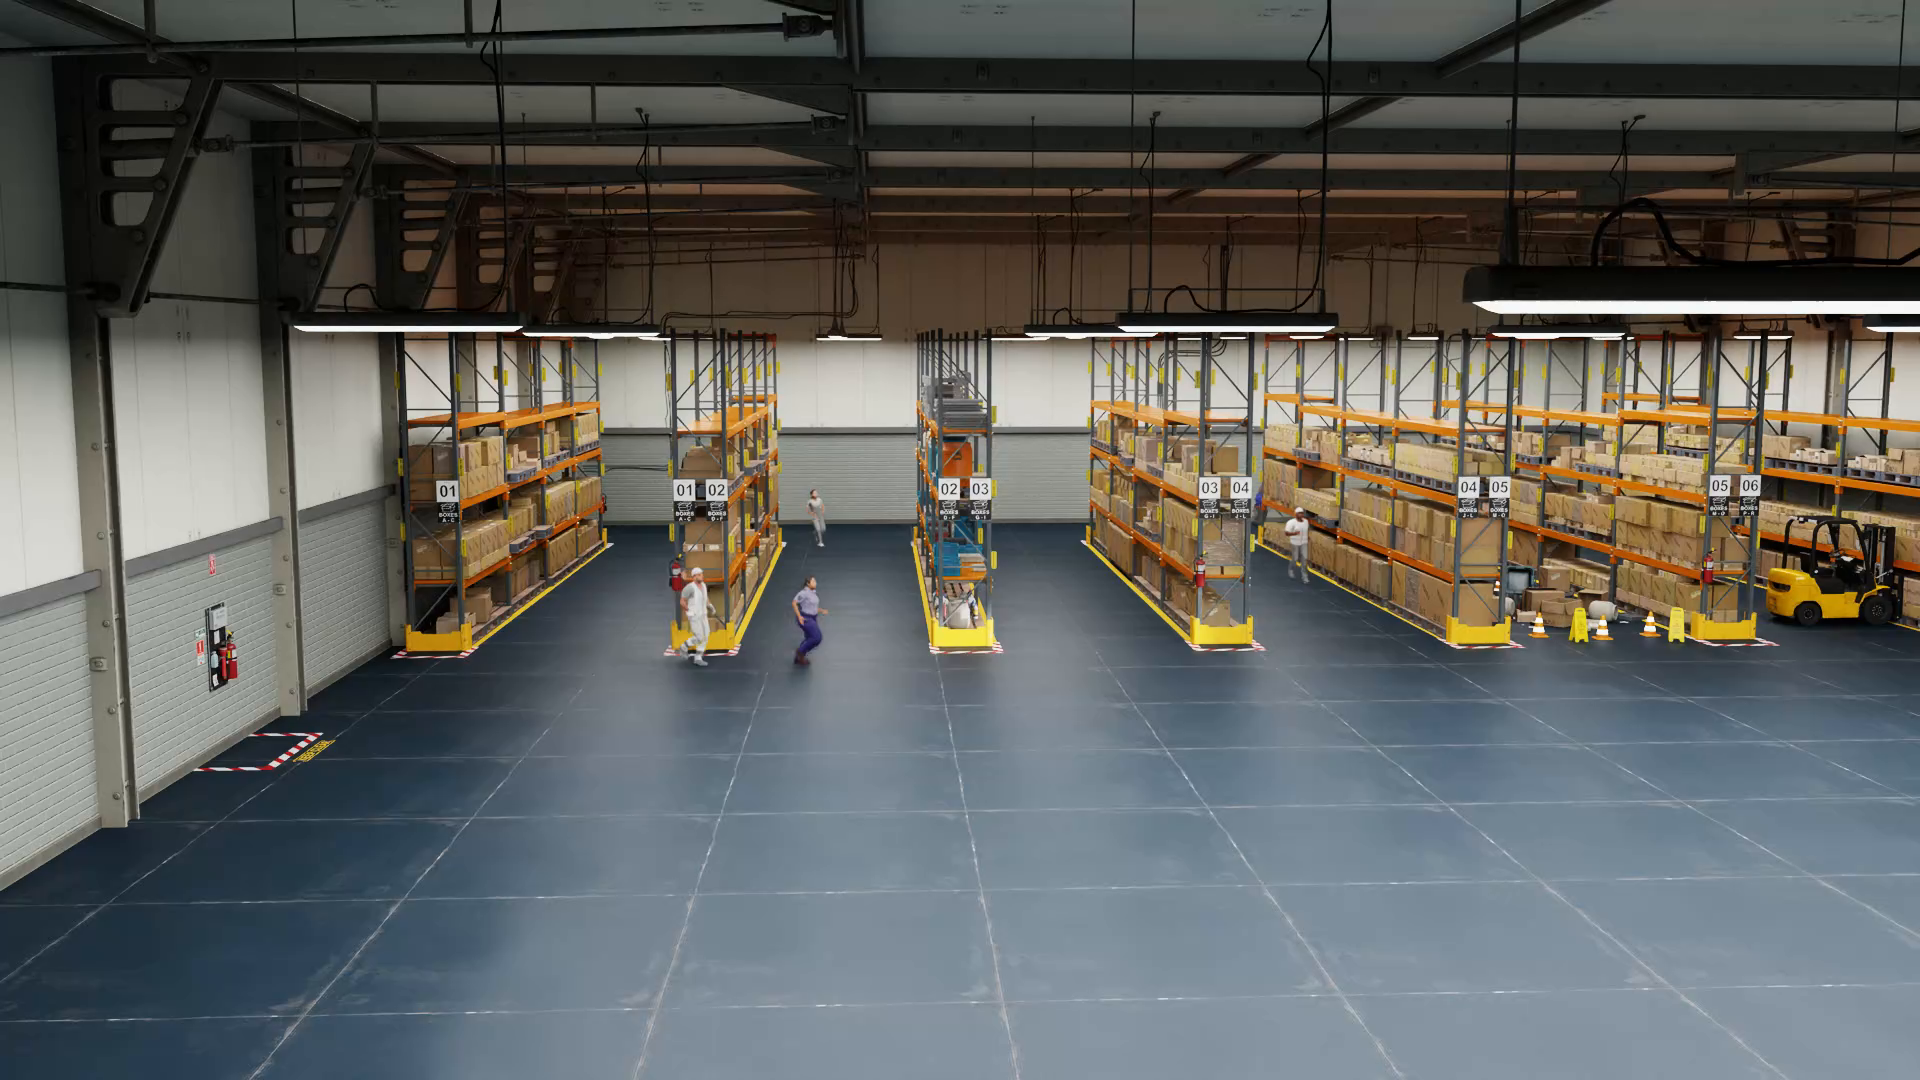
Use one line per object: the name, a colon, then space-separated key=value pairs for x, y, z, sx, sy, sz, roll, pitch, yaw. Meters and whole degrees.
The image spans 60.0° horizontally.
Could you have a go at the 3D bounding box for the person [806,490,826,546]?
person: x=-4.106 y=-0.635 z=47.213 sx=0.574 sy=1.607 sz=0.585 roll=-4 pitch=8 yaw=-27

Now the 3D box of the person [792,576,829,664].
person: x=-2.667 y=1.439 z=29.632 sx=0.658 sy=1.582 sz=0.590 roll=2 pitch=7 yaw=14

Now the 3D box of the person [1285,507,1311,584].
person: x=8.157 y=0.104 z=40.057 sx=0.690 sy=1.788 sz=0.912 roll=-1 pitch=7 yaw=-10

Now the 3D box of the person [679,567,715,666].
person: x=-4.728 y=1.357 z=29.772 sx=0.591 sy=1.759 sz=0.678 roll=4 pitch=8 yaw=31

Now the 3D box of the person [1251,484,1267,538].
person: x=8.844 y=-0.853 z=49.055 sx=0.541 sy=1.598 sz=0.563 roll=-6 pitch=9 yaw=-42
